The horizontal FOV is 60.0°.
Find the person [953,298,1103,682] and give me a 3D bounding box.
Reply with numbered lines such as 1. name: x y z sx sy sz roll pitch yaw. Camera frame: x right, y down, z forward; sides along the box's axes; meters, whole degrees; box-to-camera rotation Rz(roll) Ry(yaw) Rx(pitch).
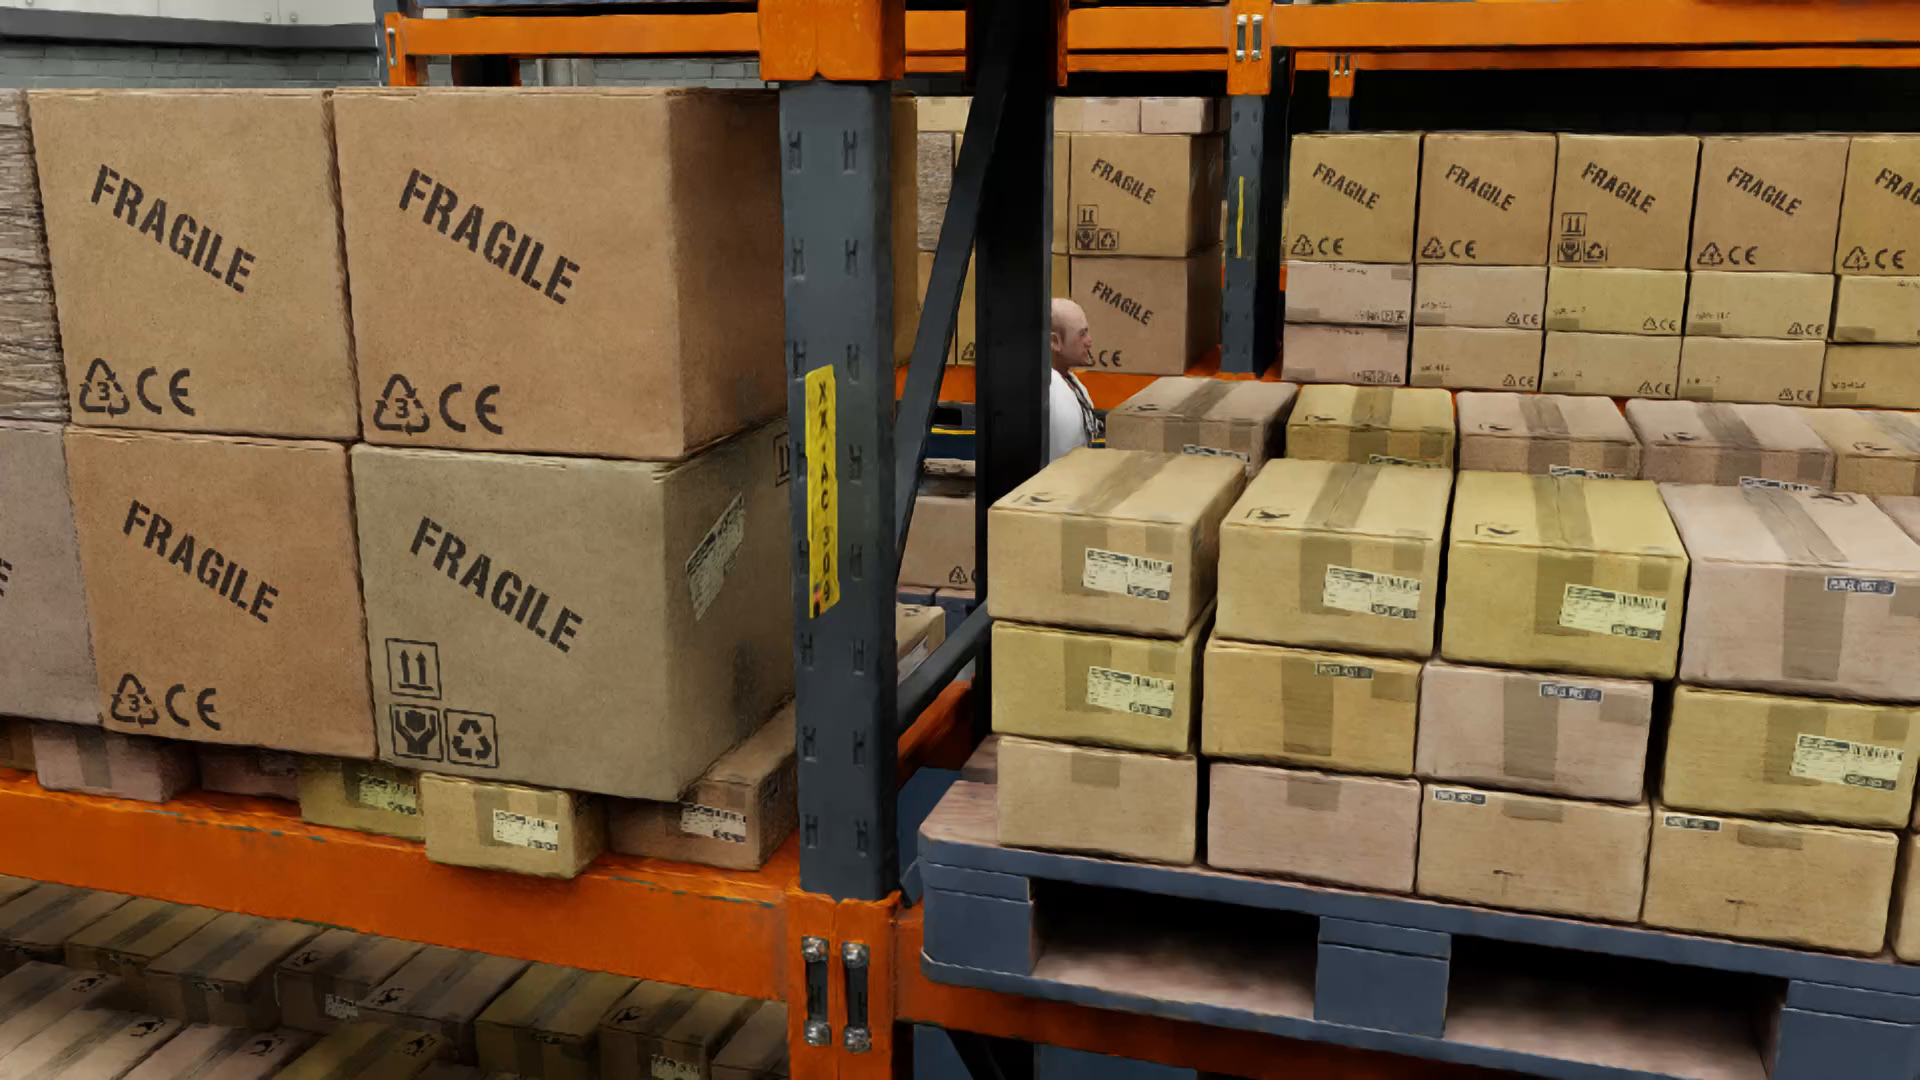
1. person: 0.385 0.017 6.186 1.026 1.630 0.607 2 15 9
